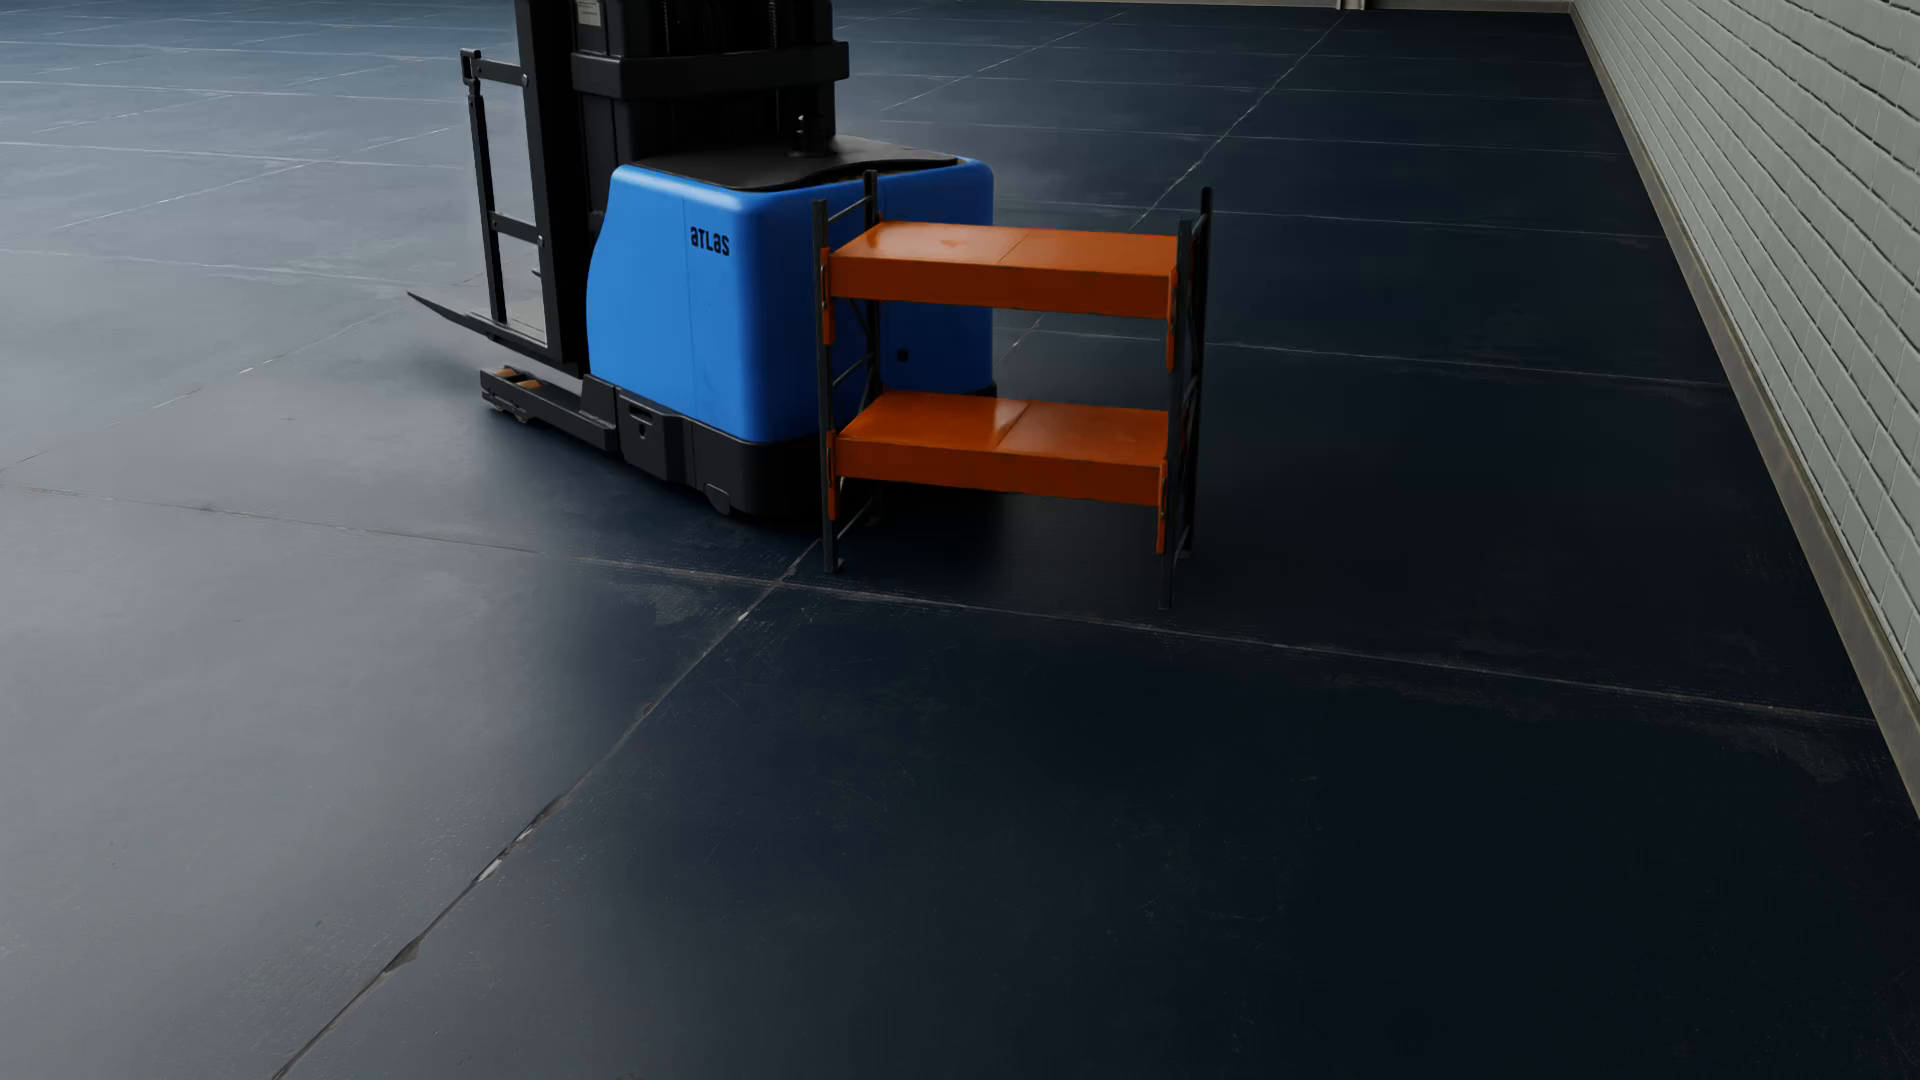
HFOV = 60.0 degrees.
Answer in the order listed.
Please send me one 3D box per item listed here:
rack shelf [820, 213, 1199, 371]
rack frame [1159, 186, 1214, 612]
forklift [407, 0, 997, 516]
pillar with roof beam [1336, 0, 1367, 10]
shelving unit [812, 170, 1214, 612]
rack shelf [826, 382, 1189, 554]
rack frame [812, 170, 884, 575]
[{"bbox_3d":[0.160,-0.729,4.794,1.000,0.278,0.538,6,23,14],"label":"rack shelf"},{"bbox_3d":[0.651,-0.408,4.782,0.032,1.125,0.500,6,23,14],"label":"rack frame"},{"bbox_3d":[-1.218,-1.912,6.070,1.130,2.935,3.031,-18,29,-37],"label":"forklift"},{"bbox_3d":[4.365,-10.217,18.321,0.400,9.000,9.100,7,23,16],"label":"pillar with roof beam"},{"bbox_3d":[0.160,-0.458,4.905,1.048,1.125,0.538,6,23,14],"label":"shelving unit"},{"bbox_3d":[0.160,-0.232,4.998,1.000,0.278,0.538,6,23,14],"label":"rack shelf"},{"bbox_3d":[-0.331,-0.509,5.028,0.032,1.125,0.500,6,23,14],"label":"rack frame"}]
